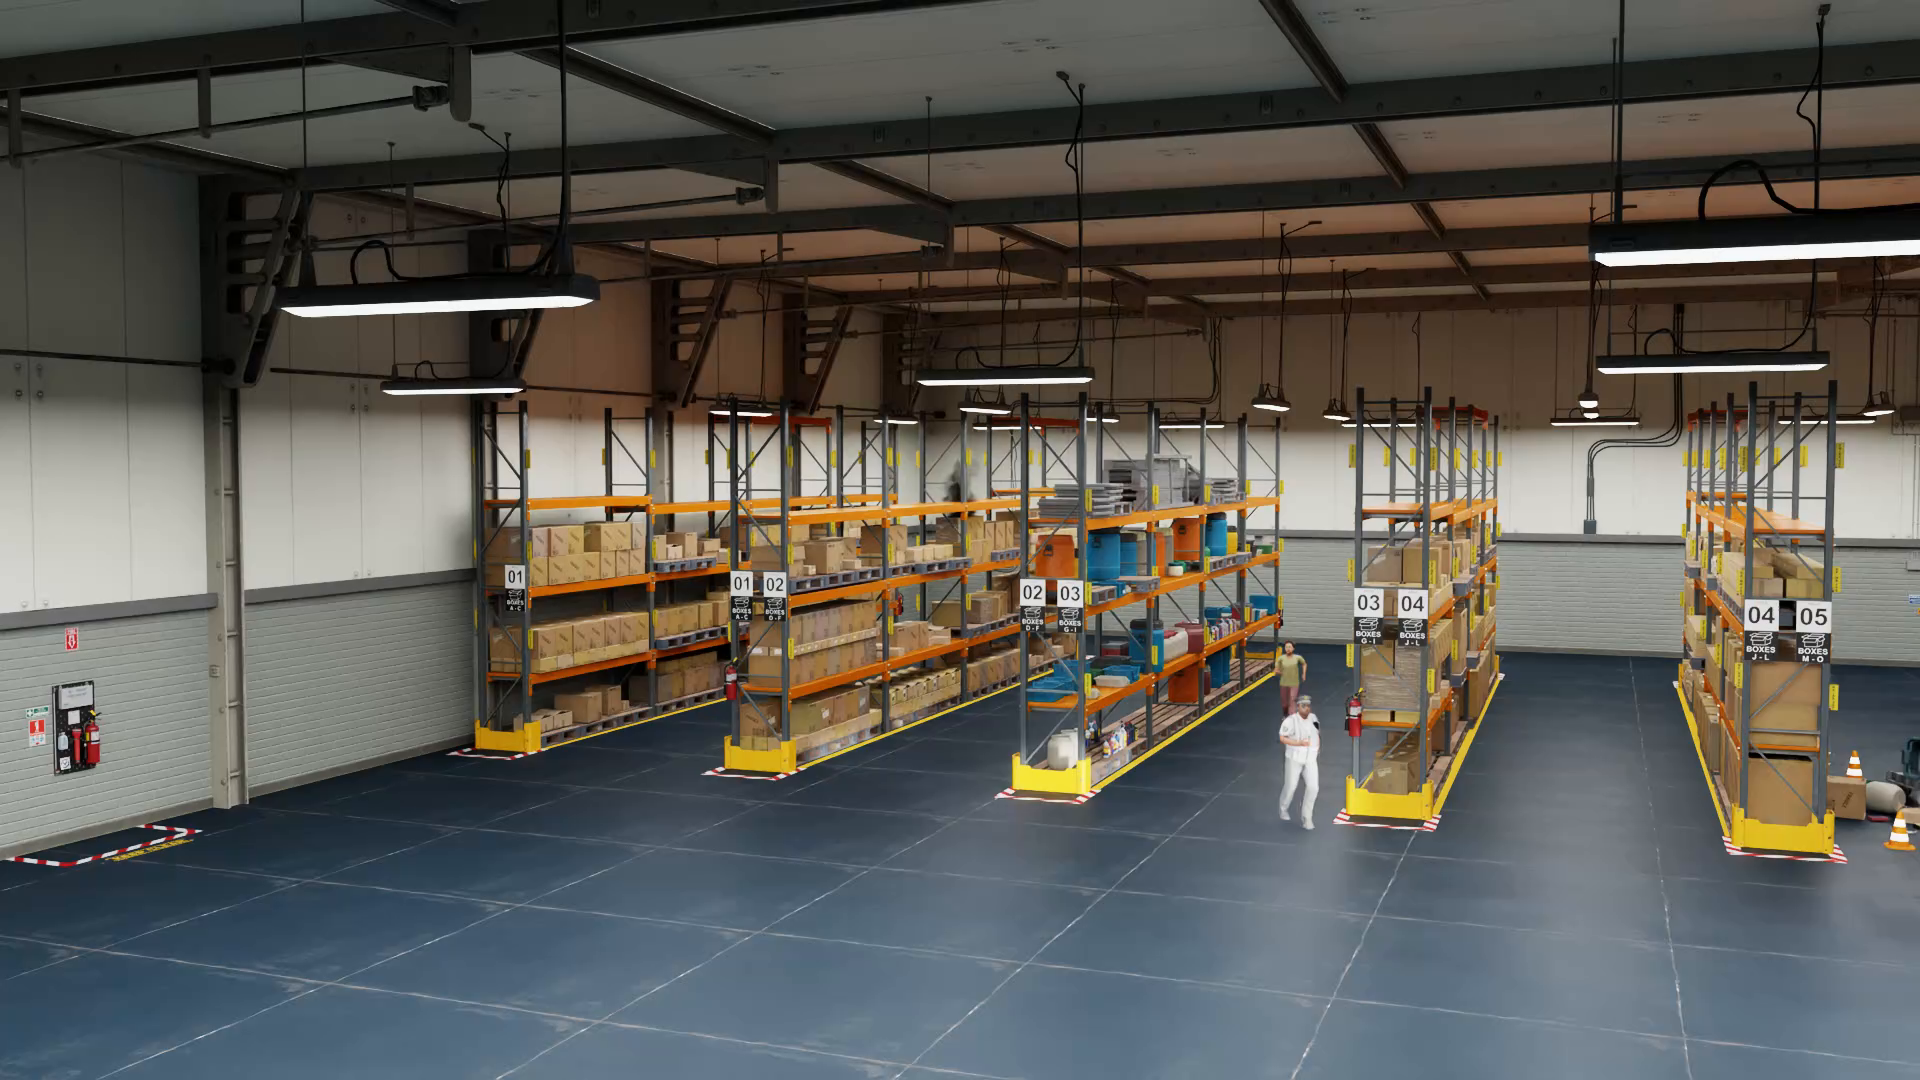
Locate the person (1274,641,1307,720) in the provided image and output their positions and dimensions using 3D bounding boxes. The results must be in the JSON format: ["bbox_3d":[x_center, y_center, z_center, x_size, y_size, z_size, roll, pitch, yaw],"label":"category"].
[{"bbox_3d":[6.041,2.665,30.480,0.588,1.625,1.053,1,3,14],"label":"person"}]

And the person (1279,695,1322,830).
[{"bbox_3d":[4.655,3.025,22.710,0.673,1.857,0.780,-1,3,-12],"label":"person"}]
